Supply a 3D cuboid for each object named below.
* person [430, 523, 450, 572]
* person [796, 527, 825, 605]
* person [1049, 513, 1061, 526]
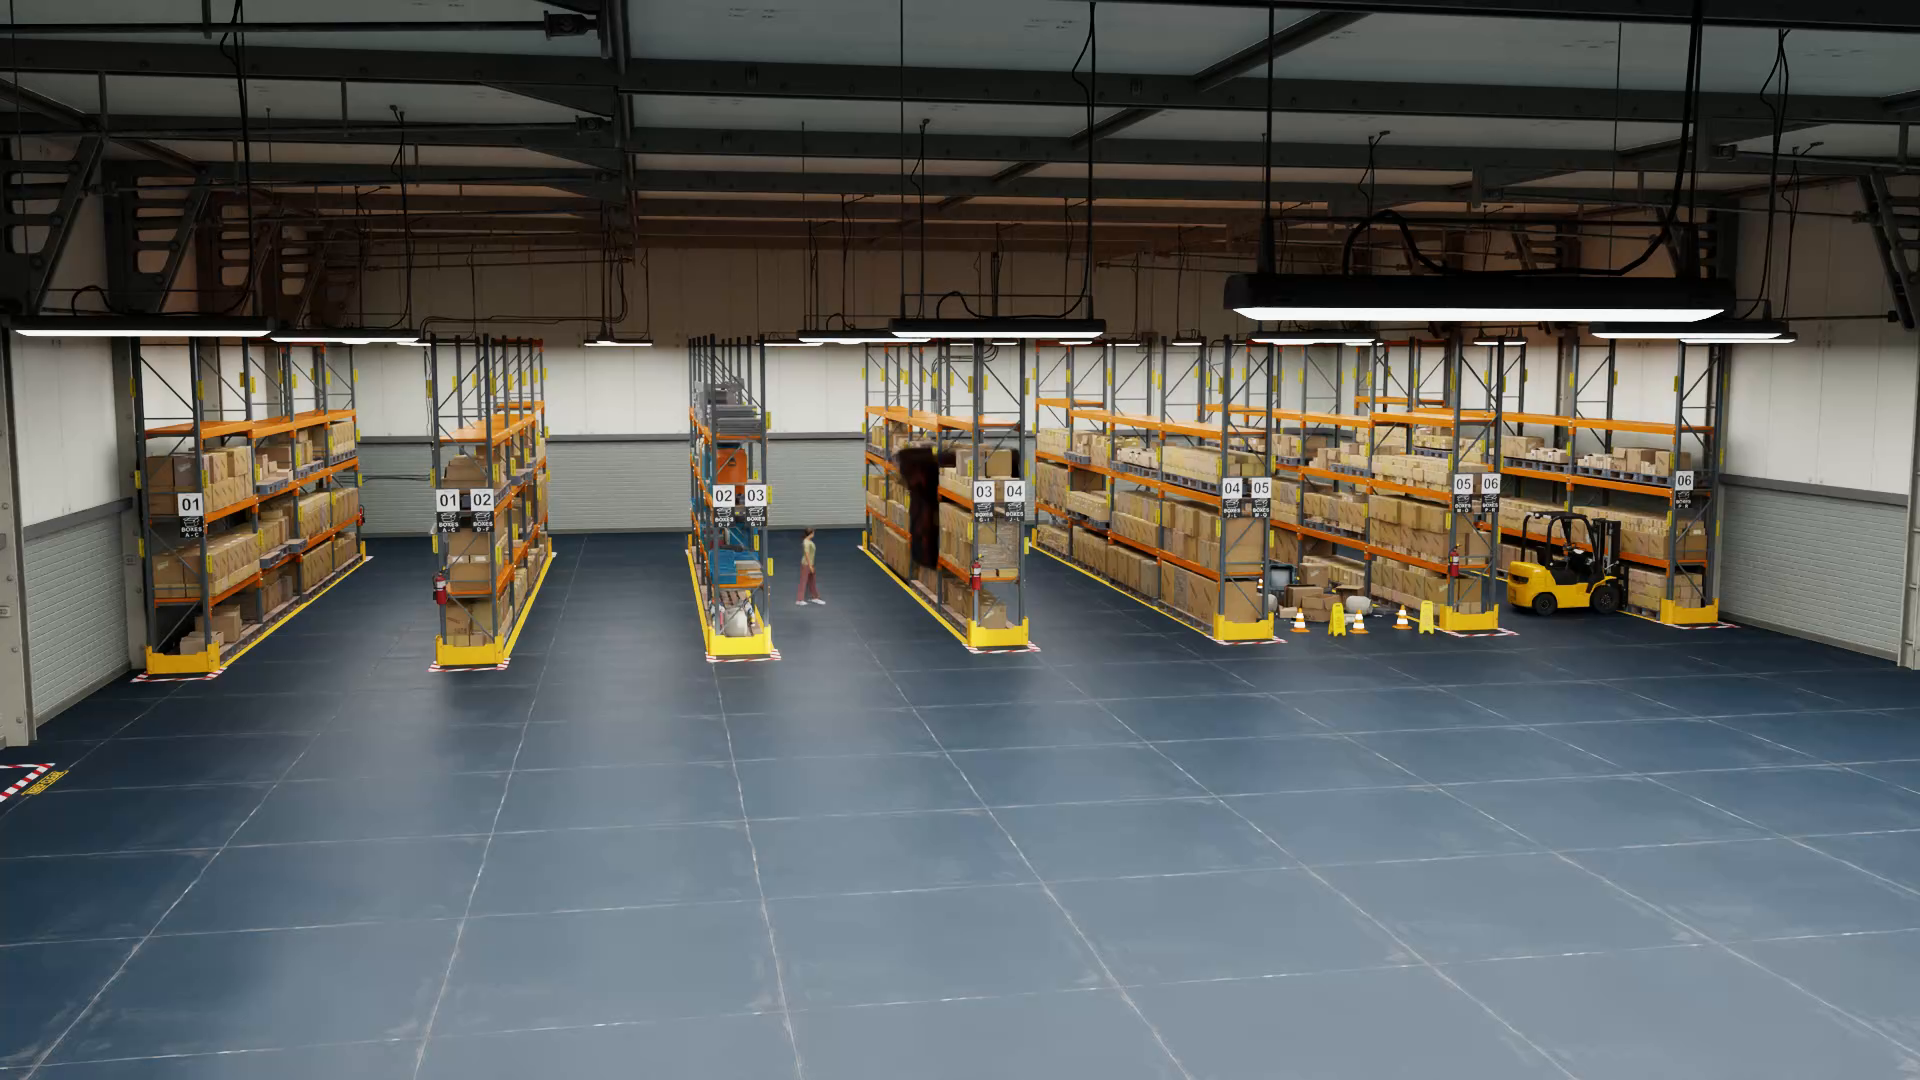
[{"bbox_3d":[-13.261,0.087,42.579,0.543,1.588,0.648,-1,7,-8],"label":"person"},{"bbox_3d":[-3.203,0.554,35.400,0.545,1.705,0.606,1,7,8],"label":"person"},{"bbox_3d":[2.971,-0.816,49.884,0.739,1.642,0.495,-3,7,-23],"label":"person"}]
